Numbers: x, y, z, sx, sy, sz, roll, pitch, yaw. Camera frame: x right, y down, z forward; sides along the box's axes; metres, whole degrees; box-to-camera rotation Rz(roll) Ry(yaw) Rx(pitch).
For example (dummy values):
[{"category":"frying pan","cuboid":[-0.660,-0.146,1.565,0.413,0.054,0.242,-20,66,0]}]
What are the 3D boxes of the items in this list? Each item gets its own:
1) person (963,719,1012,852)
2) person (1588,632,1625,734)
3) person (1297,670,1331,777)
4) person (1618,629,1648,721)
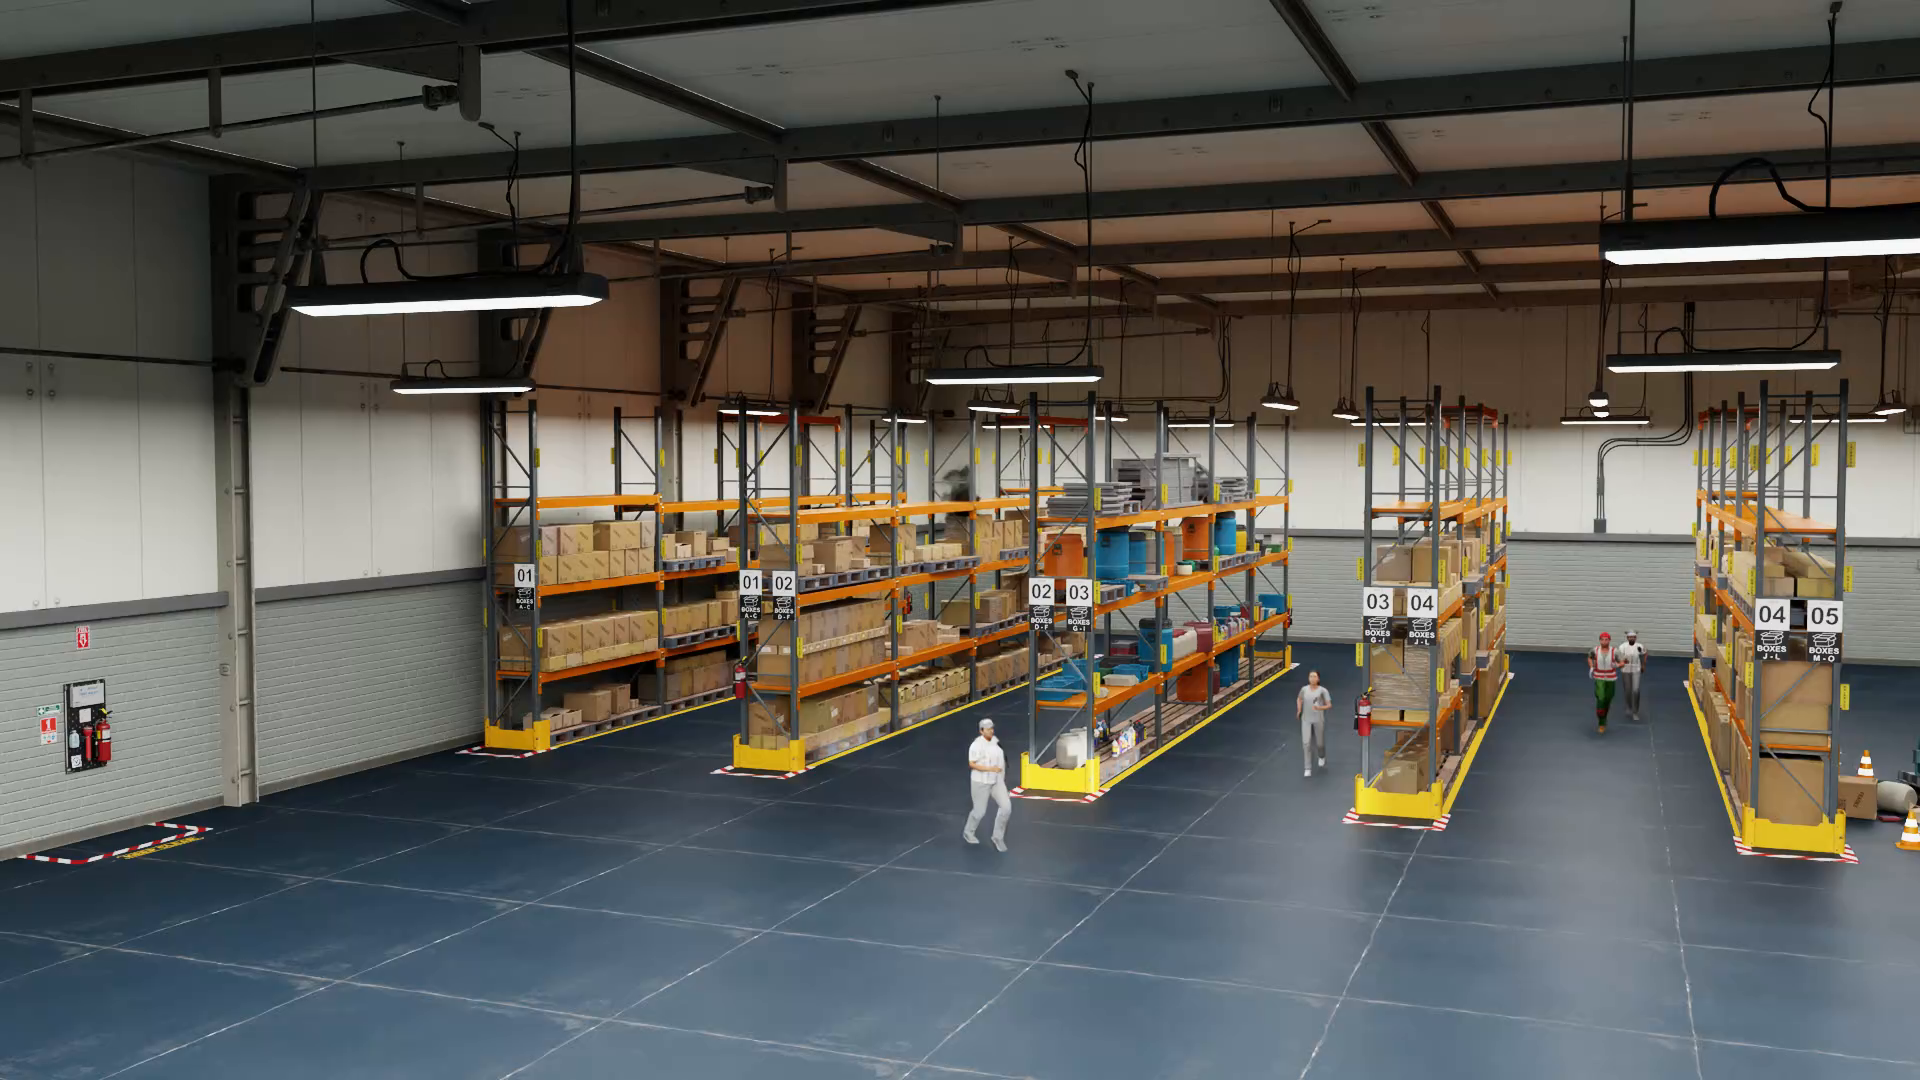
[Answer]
[{"category":"person","cuboid":[0.336,3.137,21.300,0.604,1.717,0.718,-2,4,-37]},{"category":"person","cuboid":[11.876,2.604,30.551,0.623,1.838,0.845,1,3,16]},{"category":"person","cuboid":[5.569,2.869,26.267,0.563,1.645,0.865,1,3,22]},{"category":"person","cuboid":[12.909,2.584,31.993,0.567,1.758,0.766,1,3,25]}]
